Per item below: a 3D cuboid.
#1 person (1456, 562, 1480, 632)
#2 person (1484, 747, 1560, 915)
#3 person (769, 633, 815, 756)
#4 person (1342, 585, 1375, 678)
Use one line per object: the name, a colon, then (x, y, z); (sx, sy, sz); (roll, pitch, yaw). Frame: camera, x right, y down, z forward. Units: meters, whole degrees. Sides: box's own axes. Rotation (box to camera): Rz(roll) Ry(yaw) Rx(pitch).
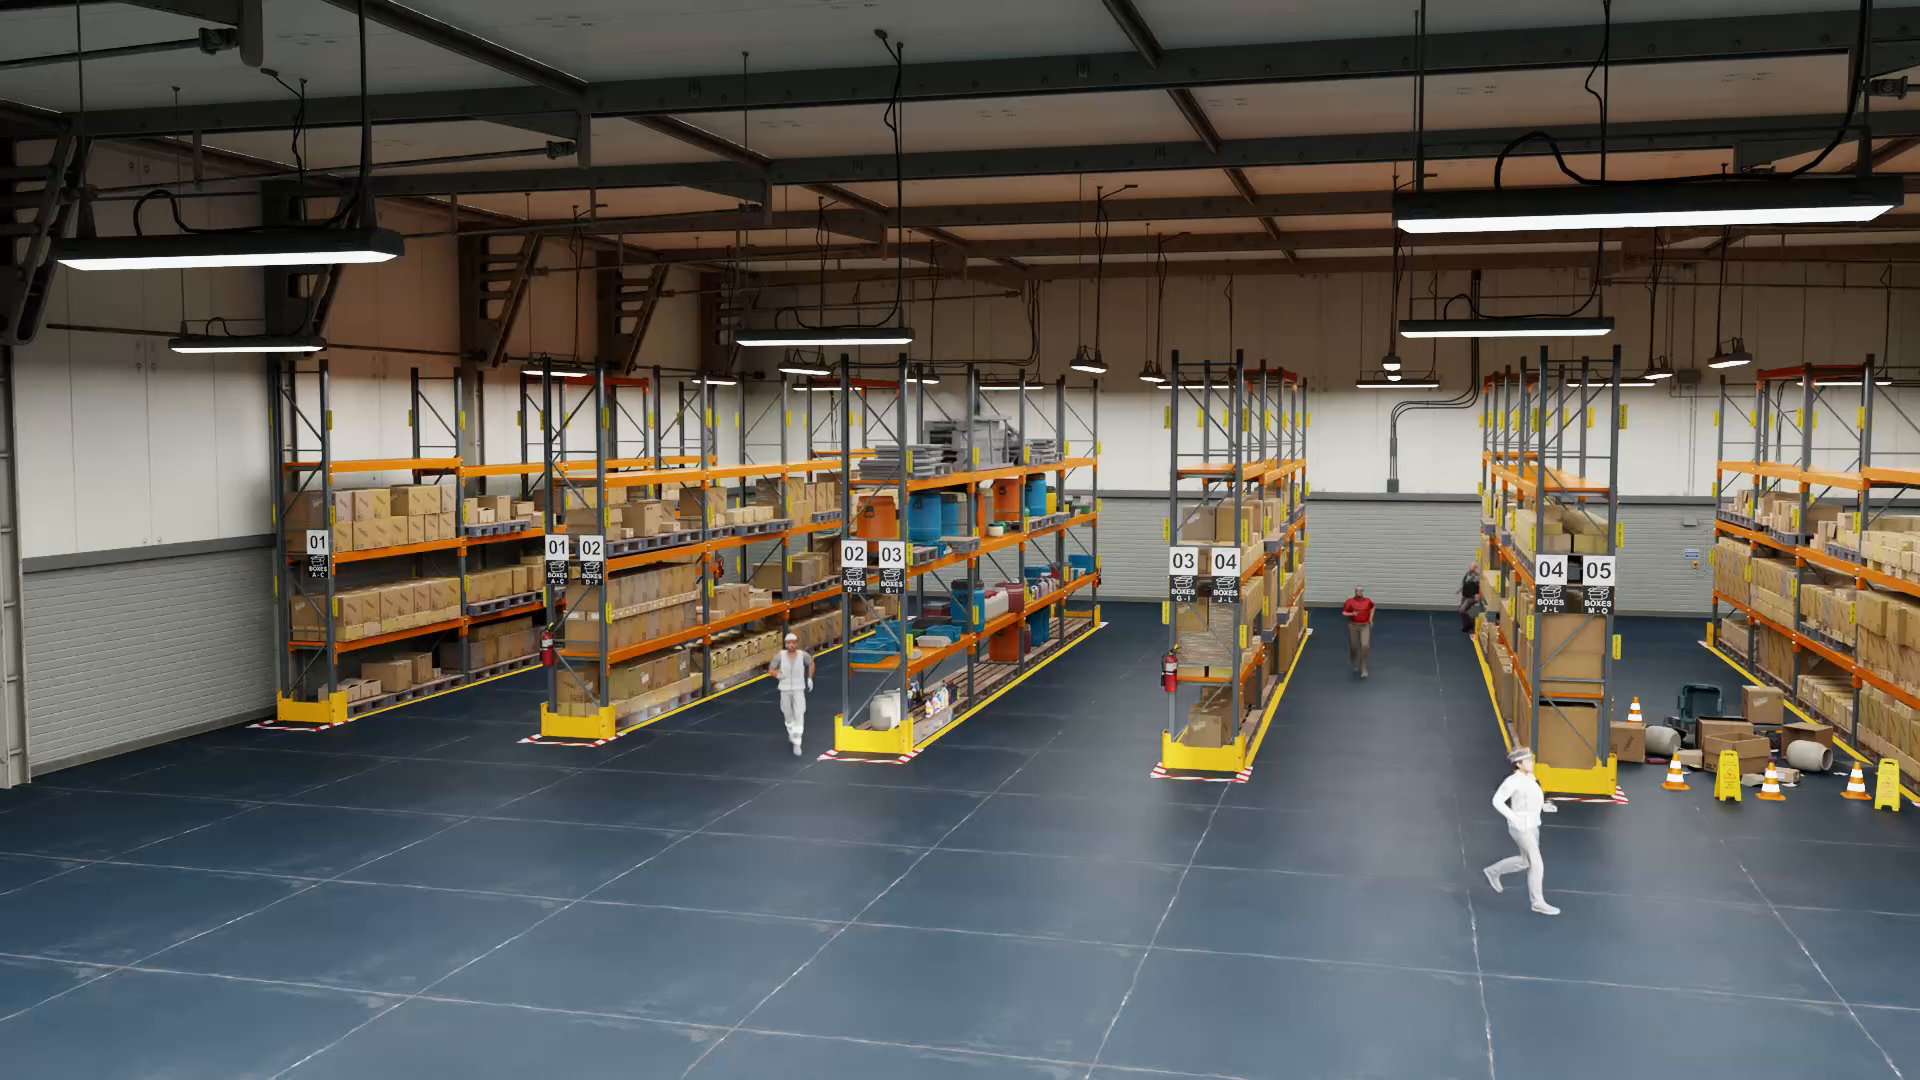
person: (11.992, 1.353, 39.137); (0.584, 1.667, 0.716); (-2, 4, -22)
person: (5.749, 2.935, 17.035); (0.862, 1.668, 0.624); (4, 6, 44)
person: (-2.553, 2.297, 25.223); (0.691, 1.795, 0.954); (0, 4, -4)
person: (7.848, 1.777, 32.749); (0.648, 1.775, 0.851); (1, 4, 8)
